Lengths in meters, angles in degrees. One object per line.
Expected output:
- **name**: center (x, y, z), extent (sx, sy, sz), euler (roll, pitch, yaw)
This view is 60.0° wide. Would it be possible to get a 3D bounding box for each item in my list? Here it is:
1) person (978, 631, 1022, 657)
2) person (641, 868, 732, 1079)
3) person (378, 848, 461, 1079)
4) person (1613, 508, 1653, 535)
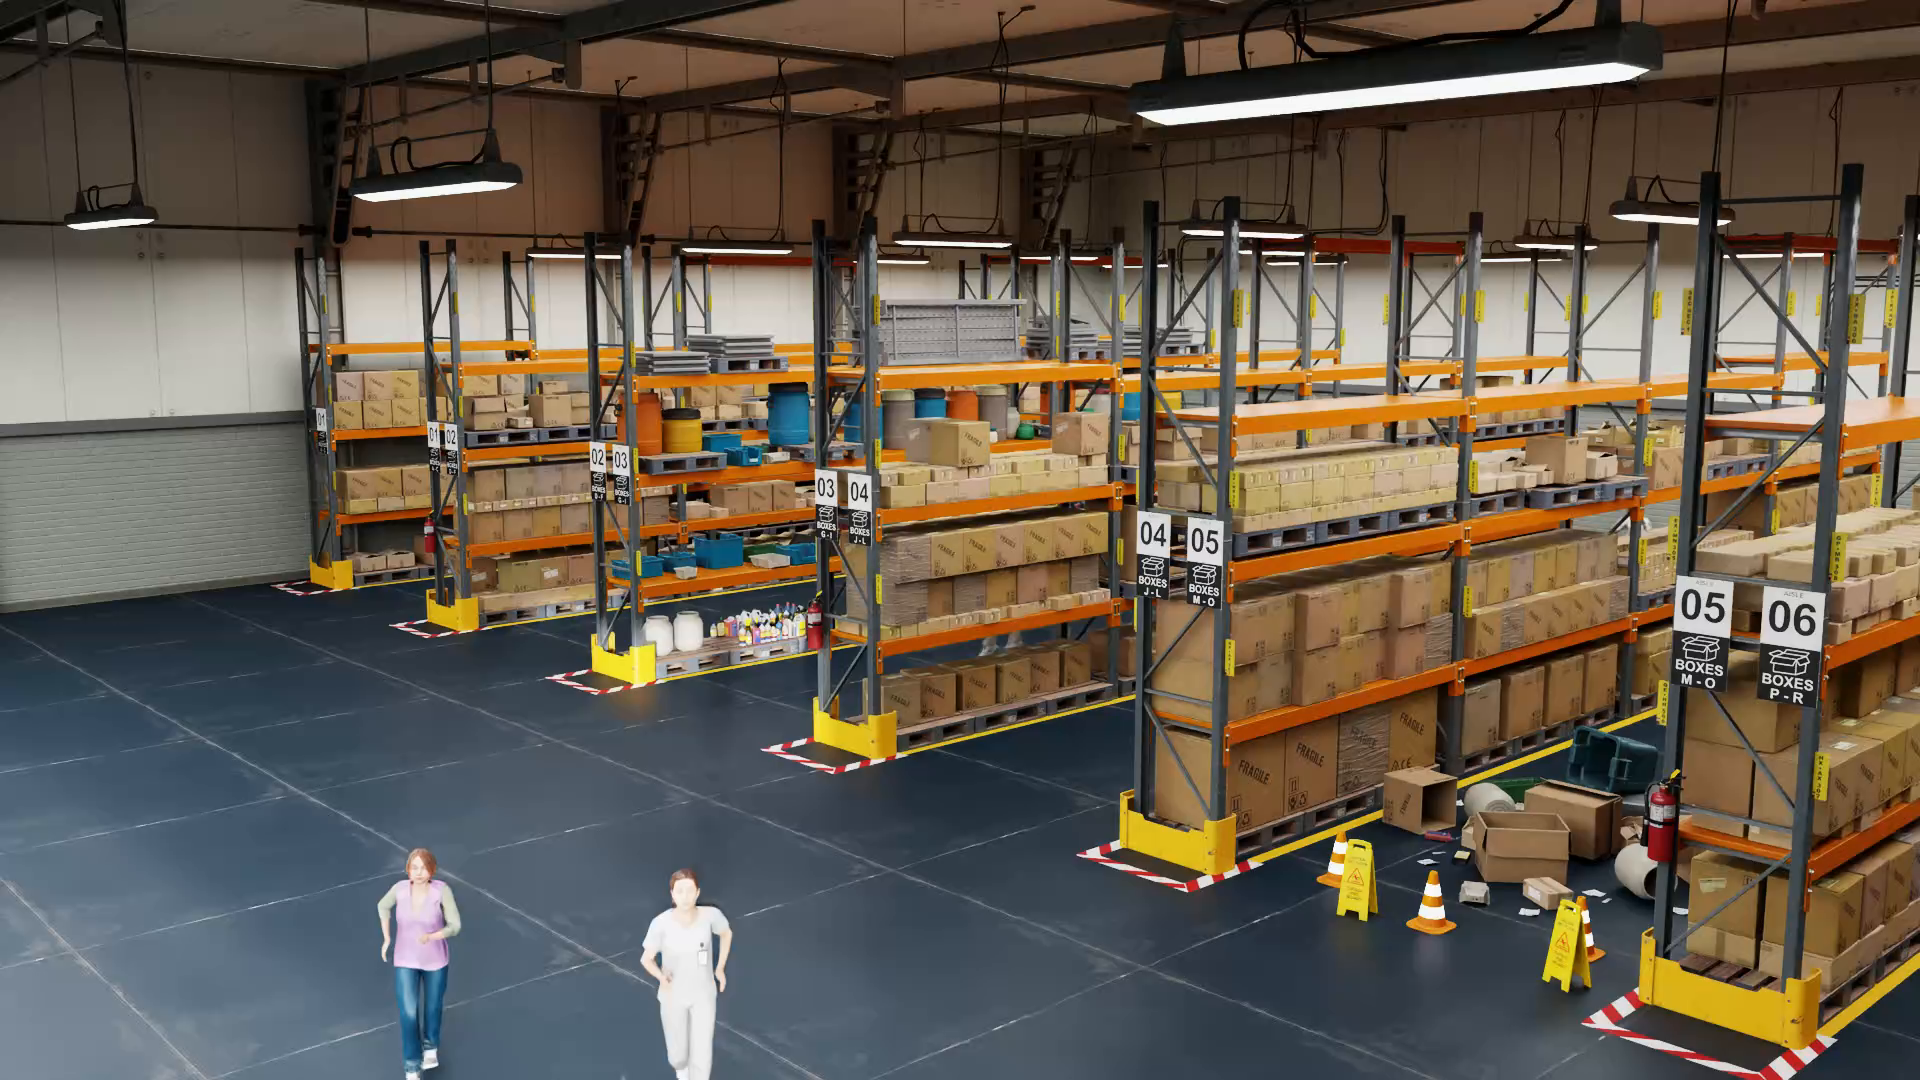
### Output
- **person**: center (0.549, 0.707, 22.673), extent (0.689, 1.894, 0.820), euler (8, 11, 43)
- **person**: center (-1.684, 2.856, 10.312), extent (0.568, 1.634, 0.935), euler (-2, 9, -11)
- **person**: center (-3.522, 2.796, 10.878), extent (0.515, 1.621, 0.663), euler (-3, 9, -18)
- **person**: center (11.642, 0.172, 28.599), extent (0.619, 1.704, 0.702), euler (-1, 8, -5)
